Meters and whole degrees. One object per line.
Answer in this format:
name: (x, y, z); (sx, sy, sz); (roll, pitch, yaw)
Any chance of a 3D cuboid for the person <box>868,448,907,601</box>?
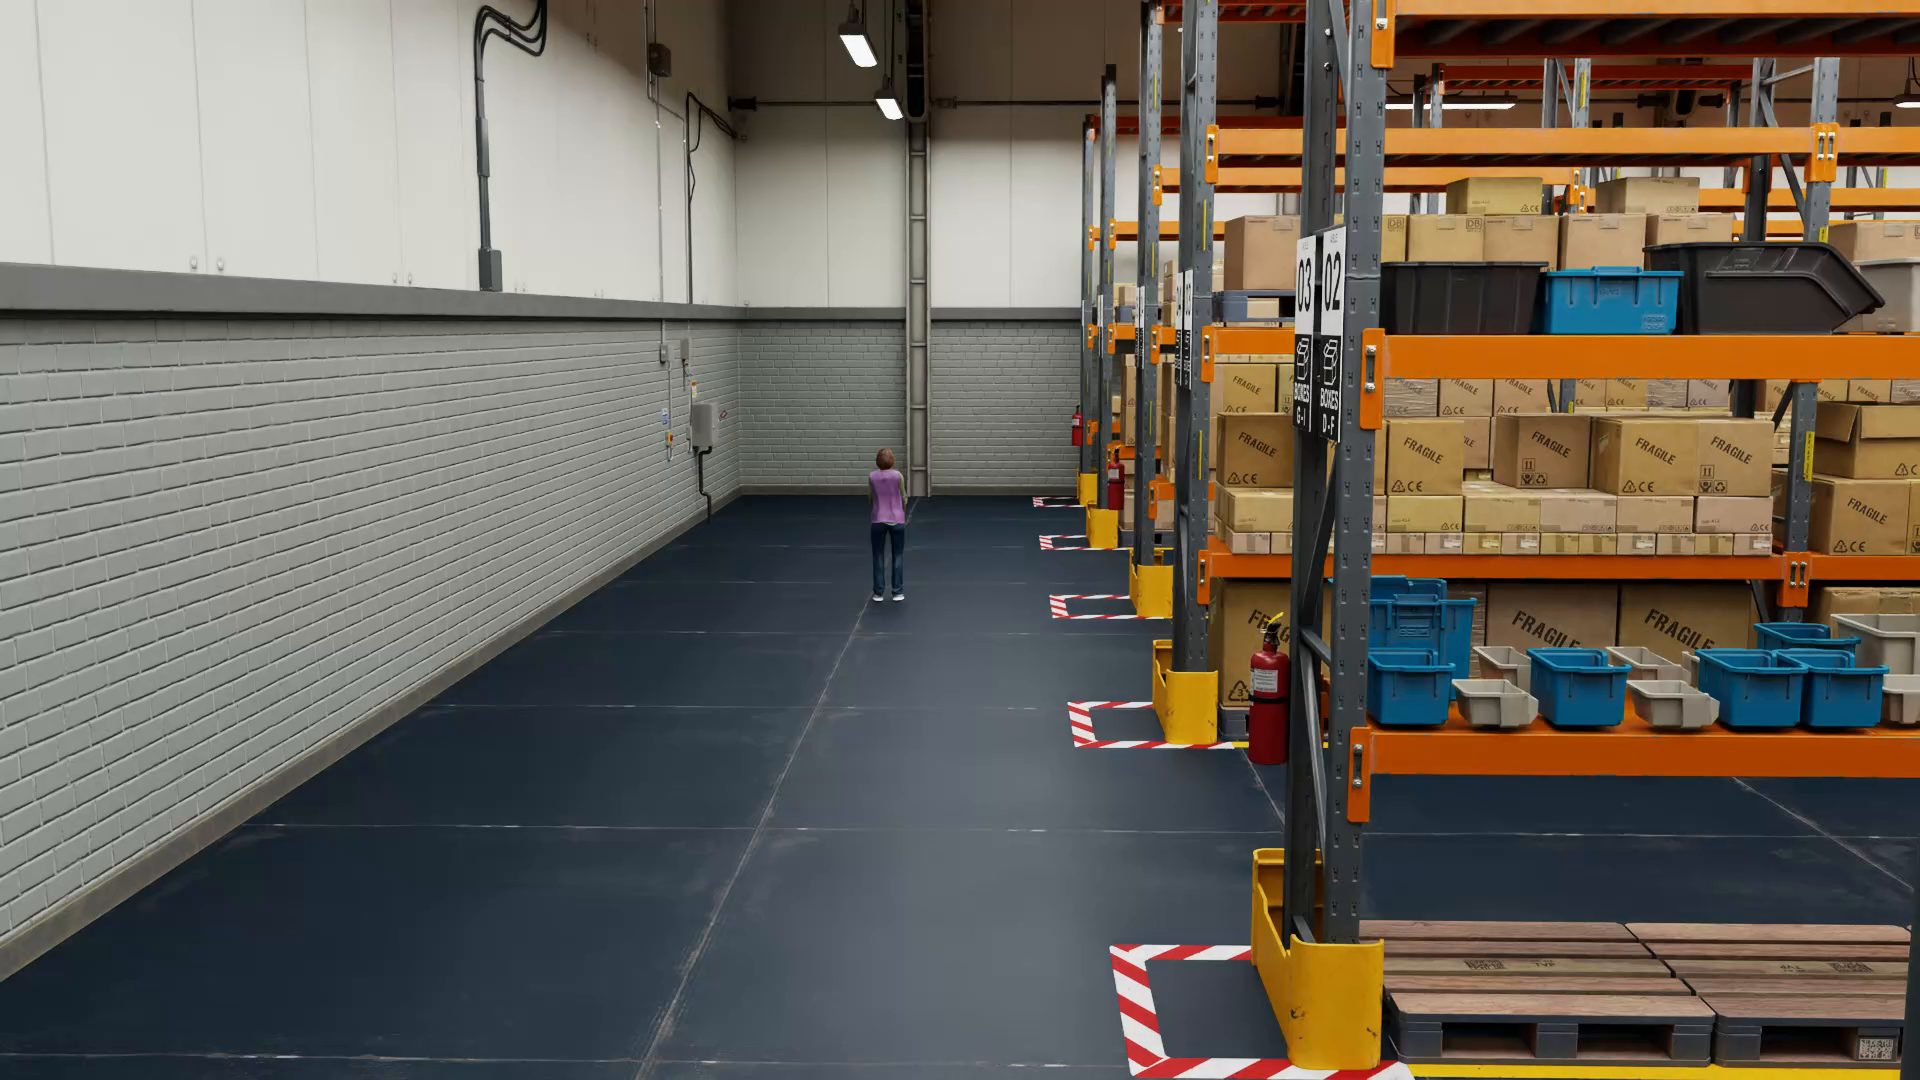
person: (-0.743, -0.169, 17.139); (0.406, 1.588, 0.500); (0, 7, 2)
